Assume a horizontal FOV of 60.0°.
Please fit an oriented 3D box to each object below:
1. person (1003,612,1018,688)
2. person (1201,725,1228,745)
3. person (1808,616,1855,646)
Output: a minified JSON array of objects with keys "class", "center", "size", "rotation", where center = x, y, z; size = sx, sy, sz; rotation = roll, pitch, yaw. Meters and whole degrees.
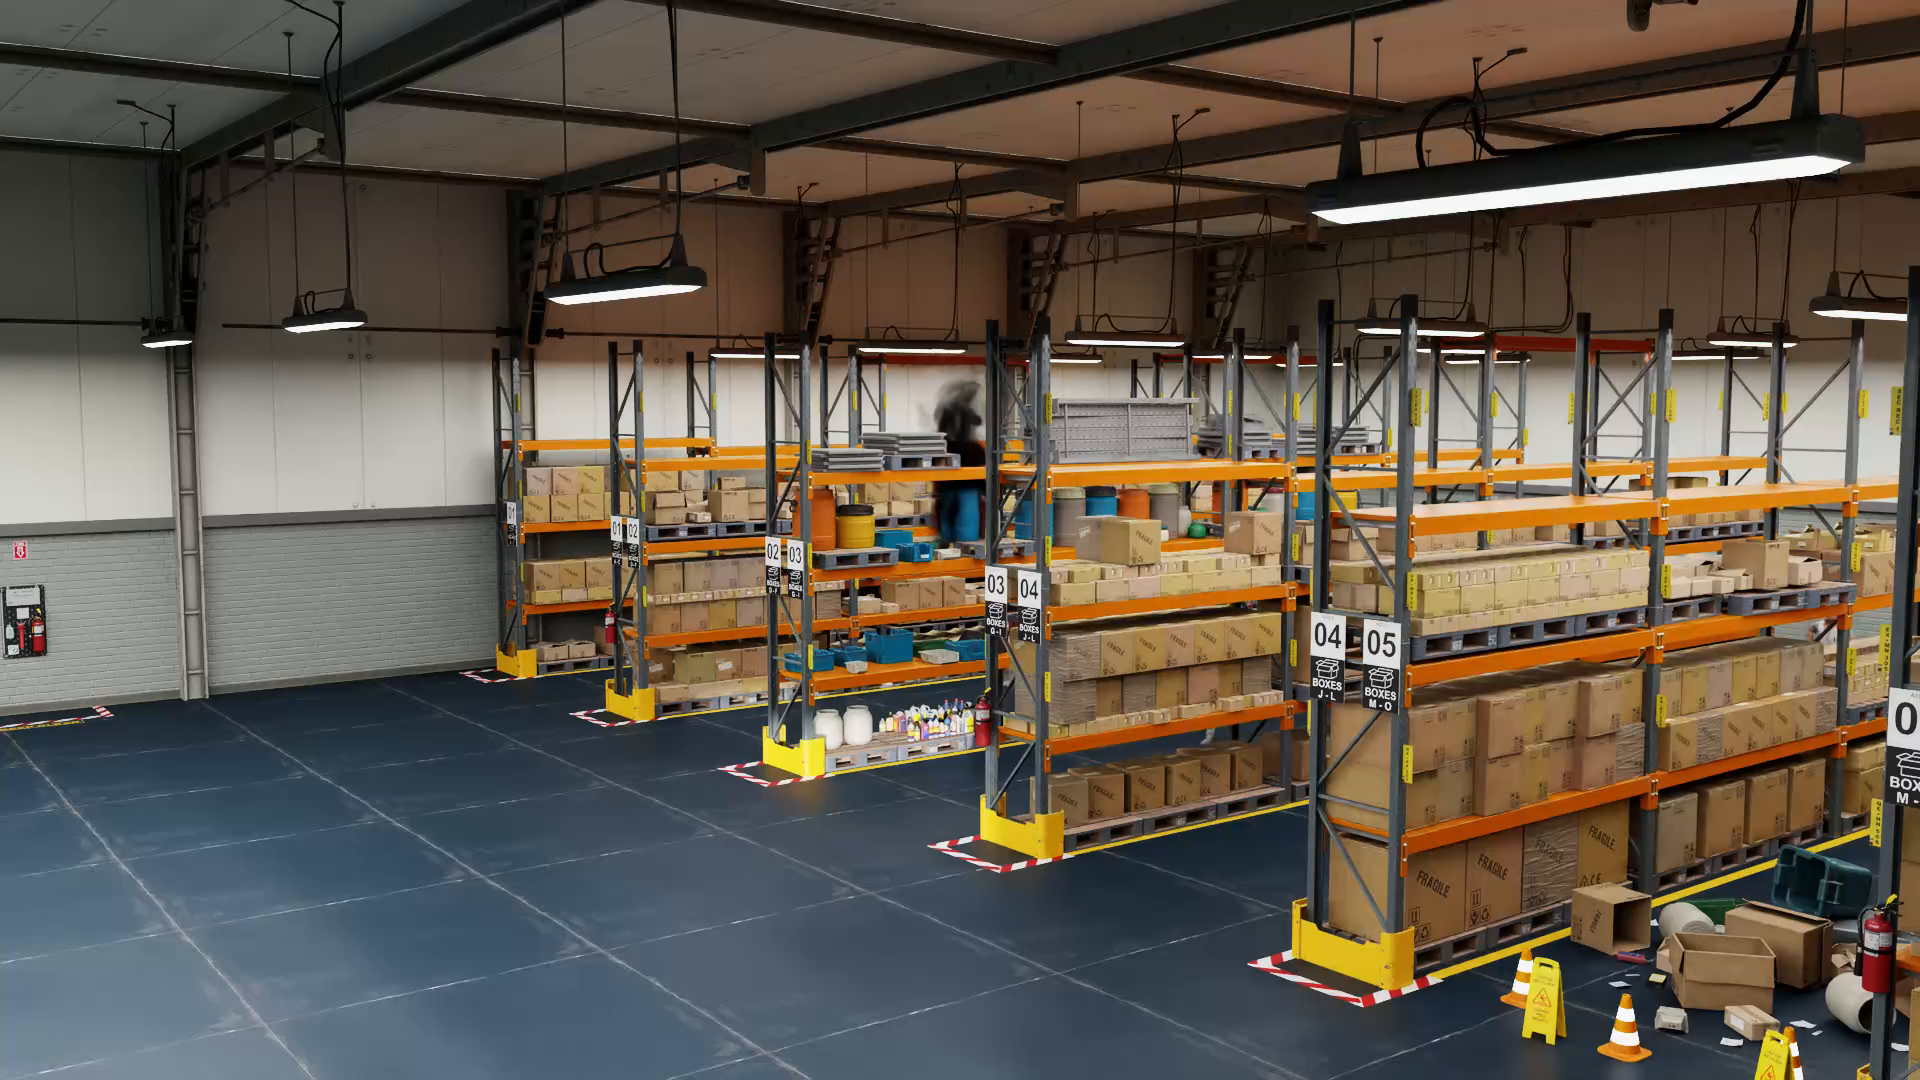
[{"class":"person","center":[0.717,1.606,27.569],"size":[0.627,1.777,0.760],"rotation":[4,6,36]},{"class":"person","center":[3.588,1.975,23.232],"size":[0.637,1.740,0.664],"rotation":[-4,7,-42]},{"class":"person","center":[13.977,1.935,26.734],"size":[0.757,1.807,0.697],"rotation":[4,7,40]}]
